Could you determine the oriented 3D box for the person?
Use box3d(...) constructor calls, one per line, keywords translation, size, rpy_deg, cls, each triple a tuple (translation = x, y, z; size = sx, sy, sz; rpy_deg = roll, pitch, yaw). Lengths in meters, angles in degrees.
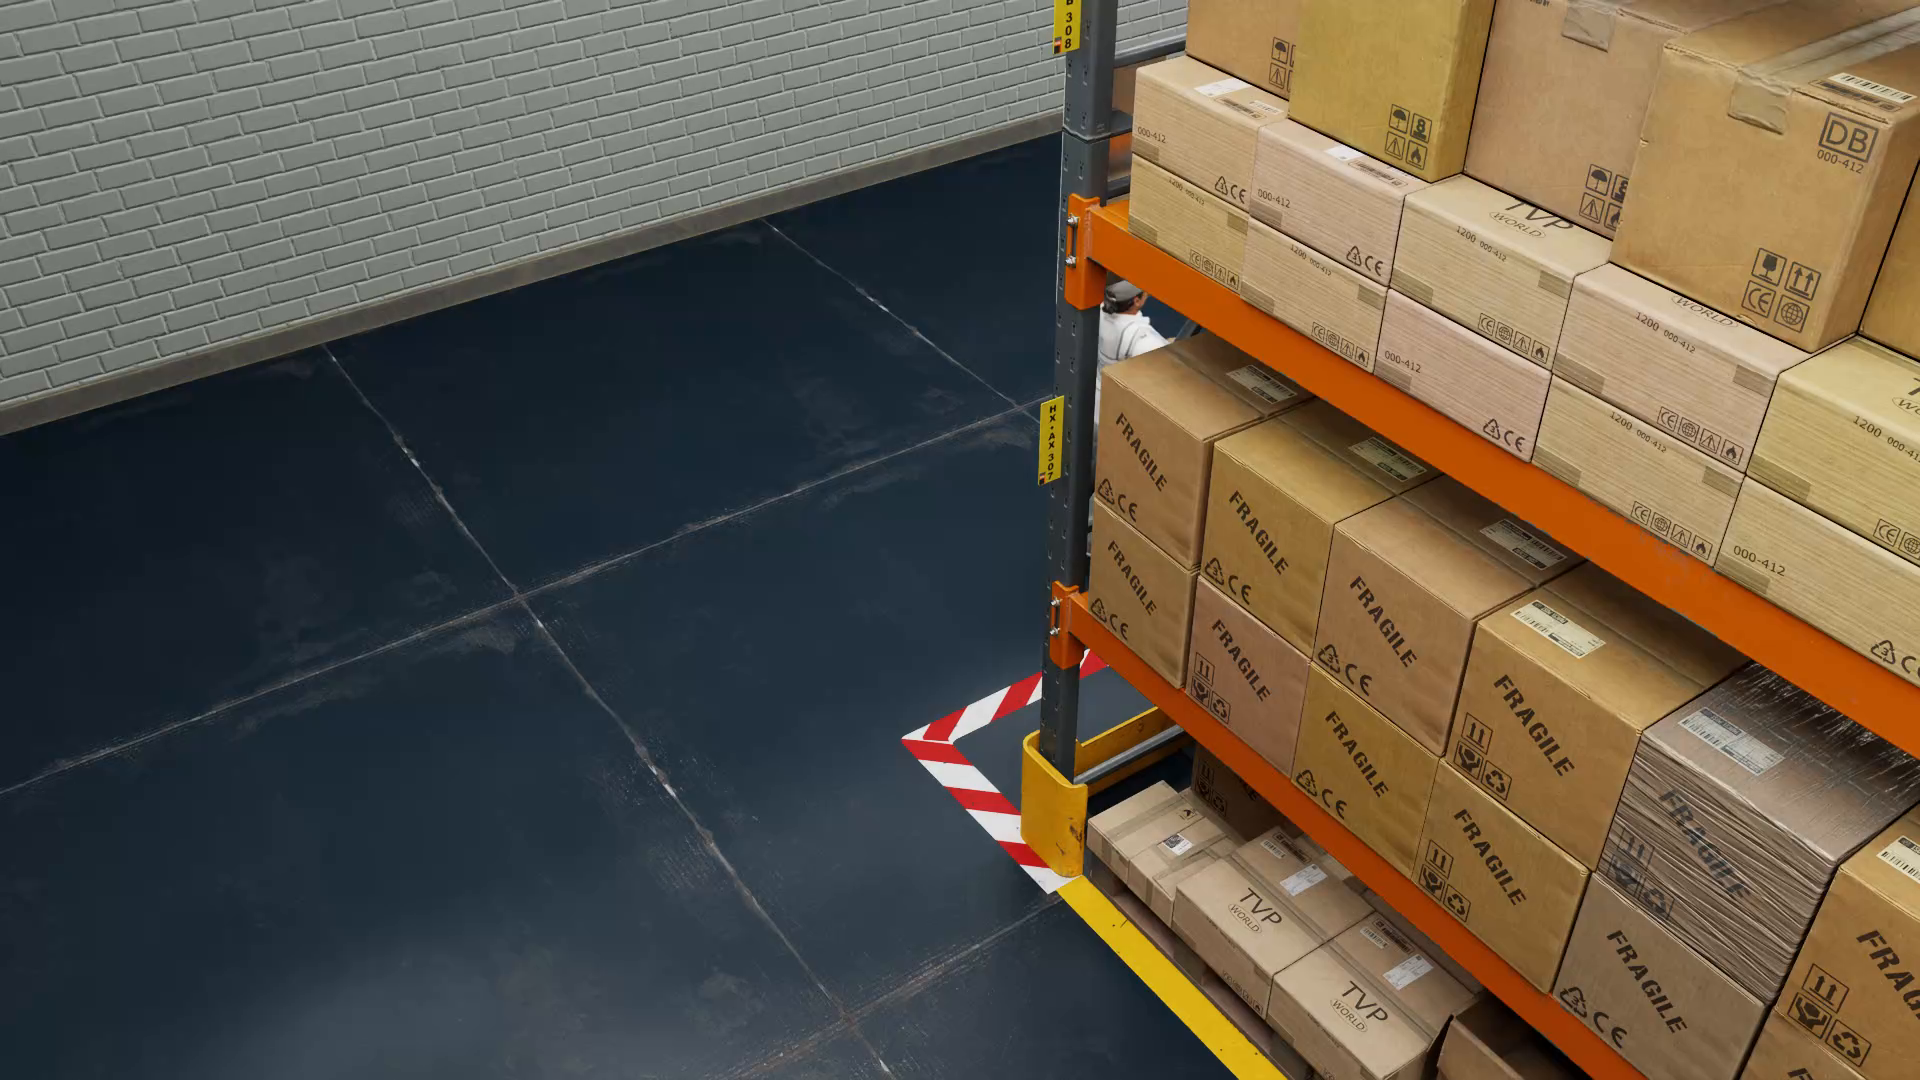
box3d(translation=(0.839, -0.578, 7.786), size=(0.533, 1.655, 0.454), rpy_deg=(-22, 42, -27), cls="person")
